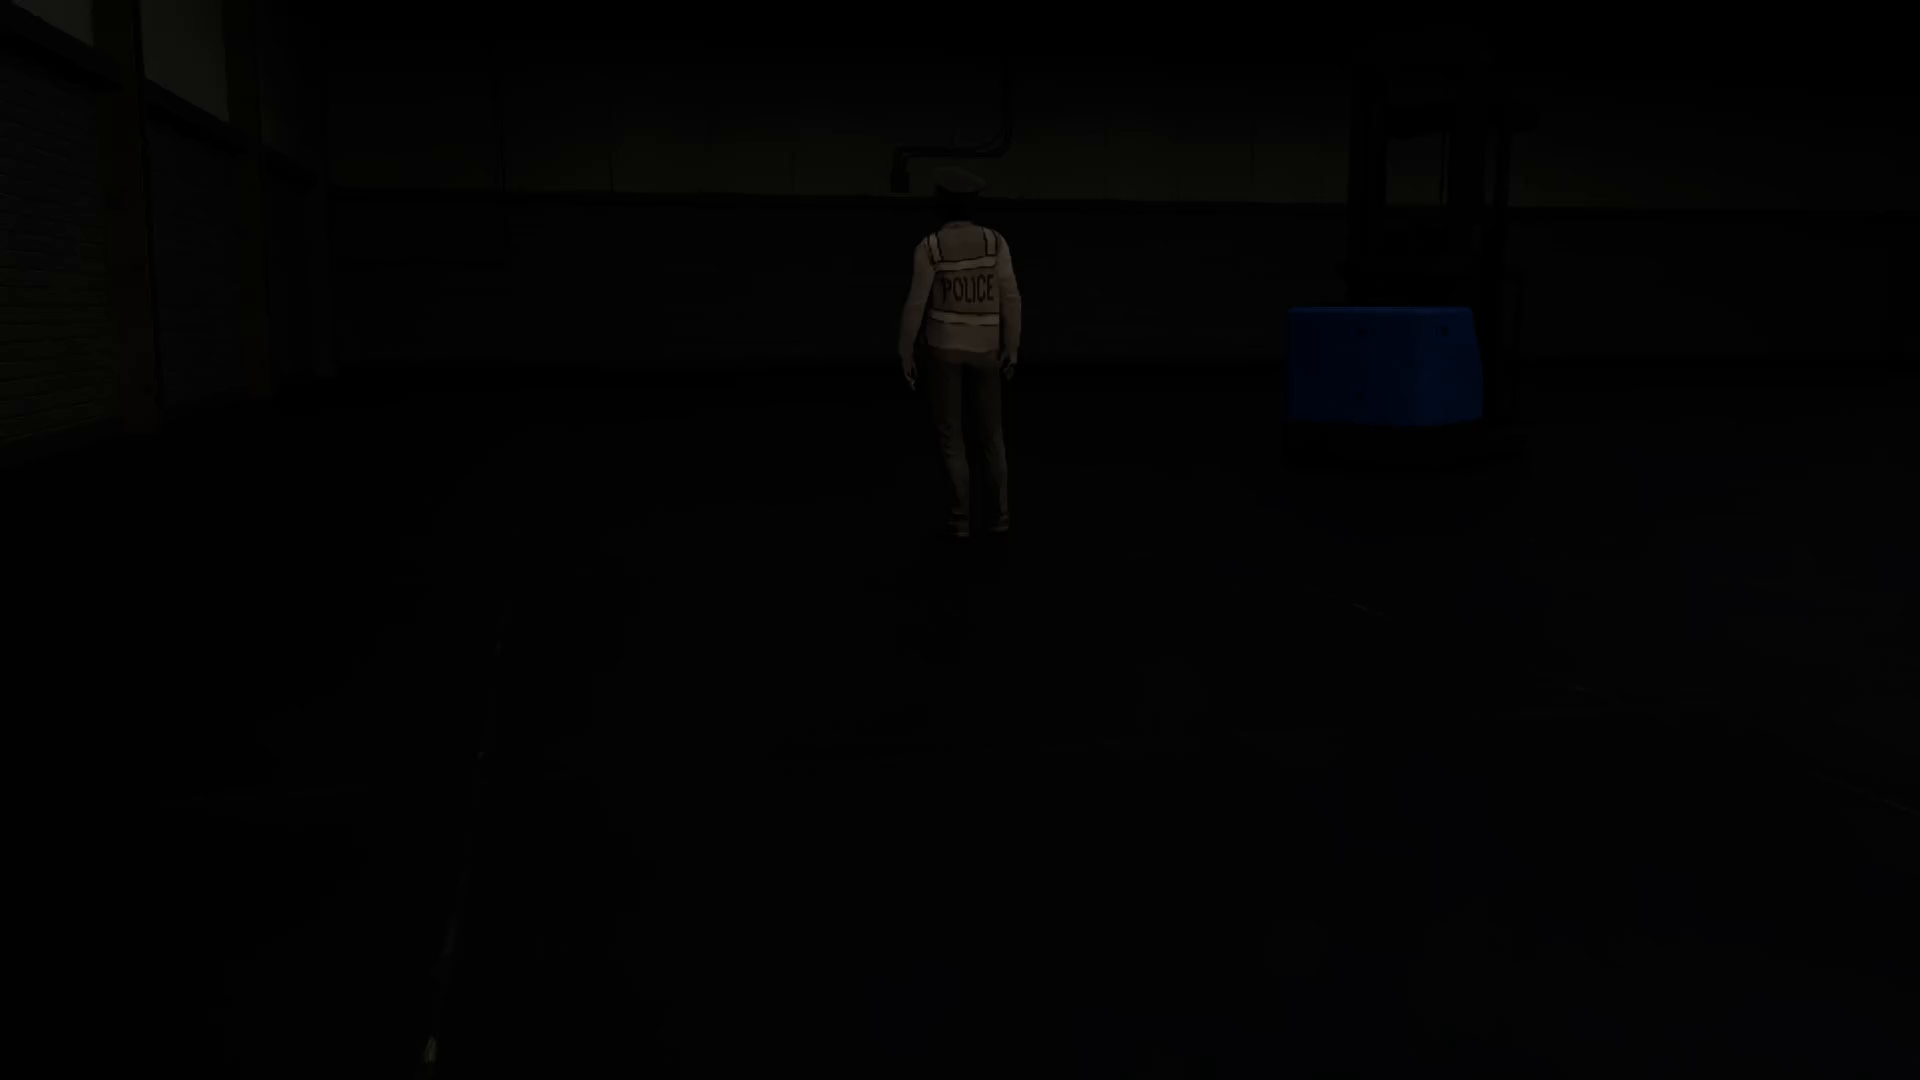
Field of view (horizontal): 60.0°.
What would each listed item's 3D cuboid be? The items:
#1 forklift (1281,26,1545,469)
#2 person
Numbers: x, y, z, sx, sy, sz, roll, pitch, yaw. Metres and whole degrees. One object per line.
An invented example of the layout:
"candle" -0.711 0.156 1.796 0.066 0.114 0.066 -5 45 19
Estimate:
"forklift" 3.455 -2.075 11.955 1.130 2.935 3.031 6 10 36
"person" -0.009 -0.856 7.655 0.586 1.695 0.533 -2 8 -13
